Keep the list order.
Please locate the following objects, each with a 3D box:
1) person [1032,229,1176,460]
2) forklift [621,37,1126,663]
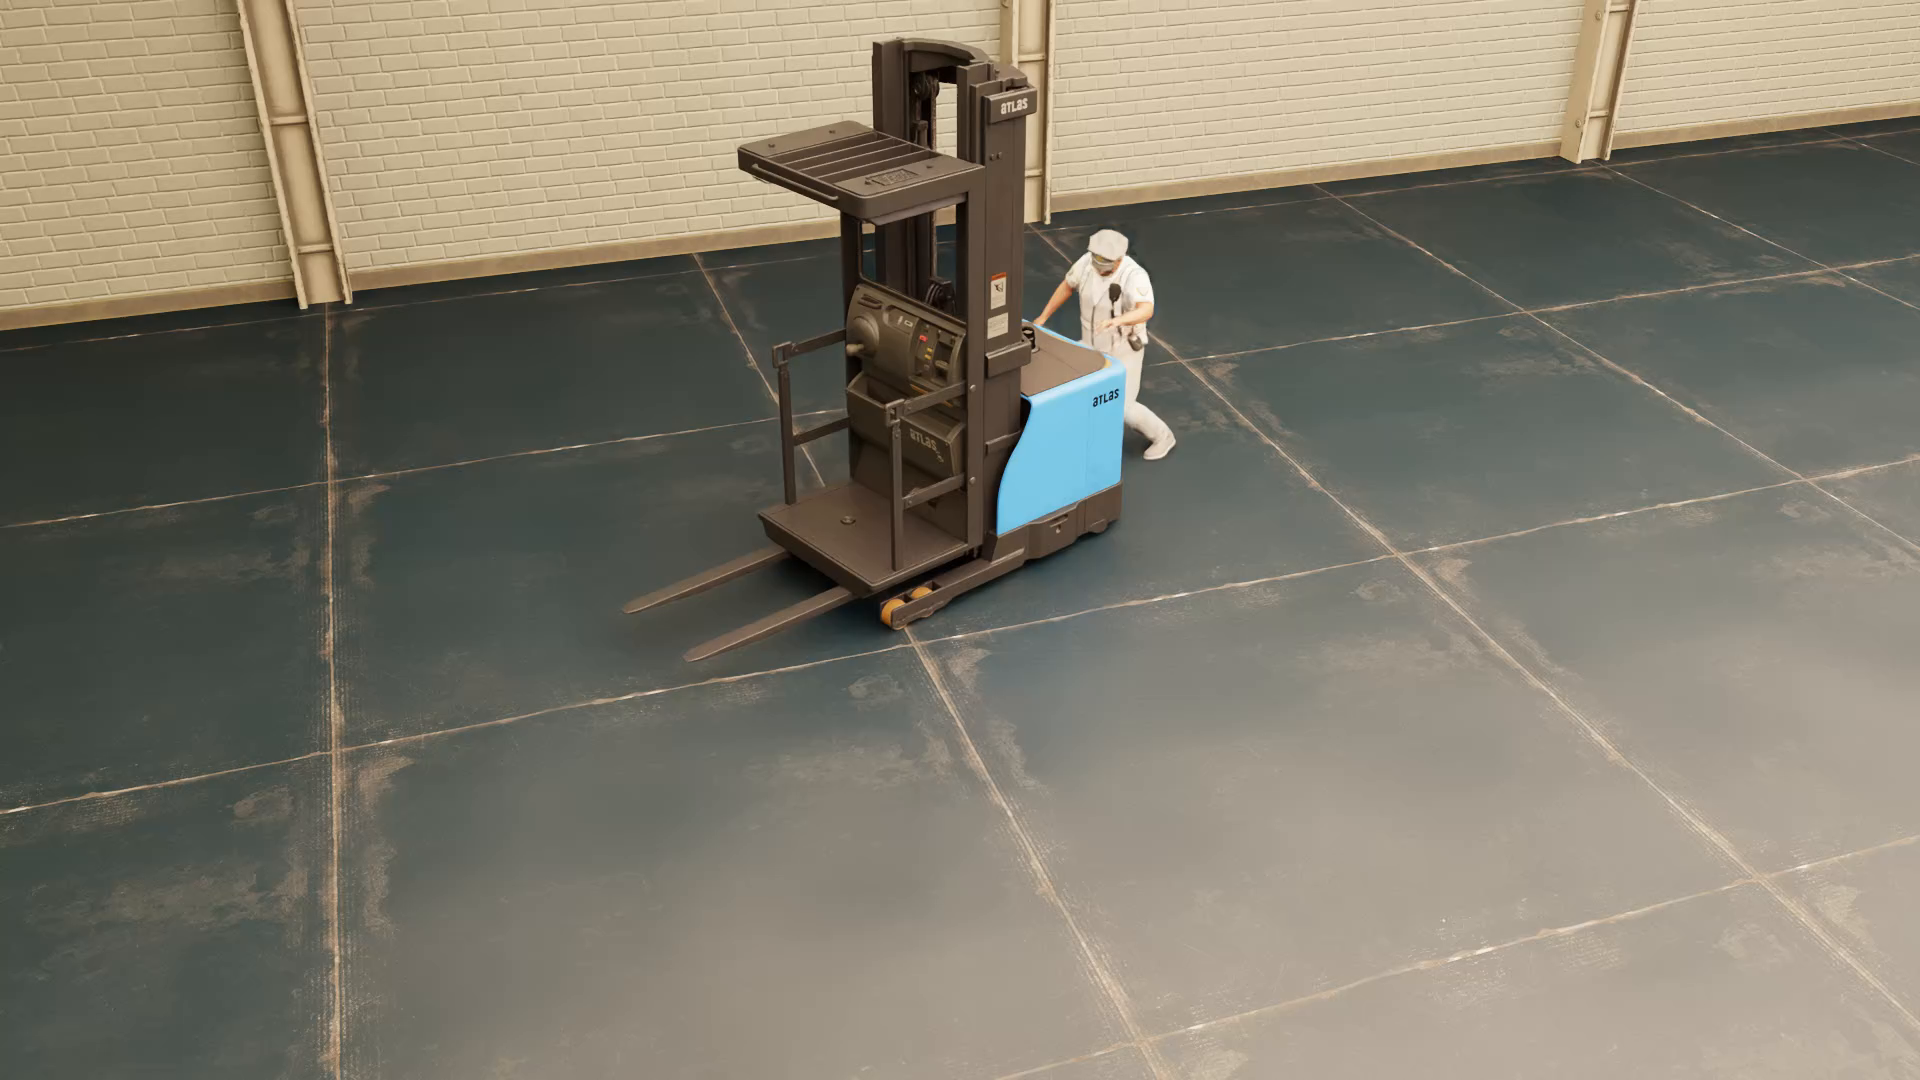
[{"bbox_3d":[0.765,-1.237,10.679,1.099,1.520,0.949,-25,38,-36],"label":"person"},{"bbox_3d":[-0.461,-1.072,8.951,3.031,2.935,1.130,-23,37,-34],"label":"forklift"}]
